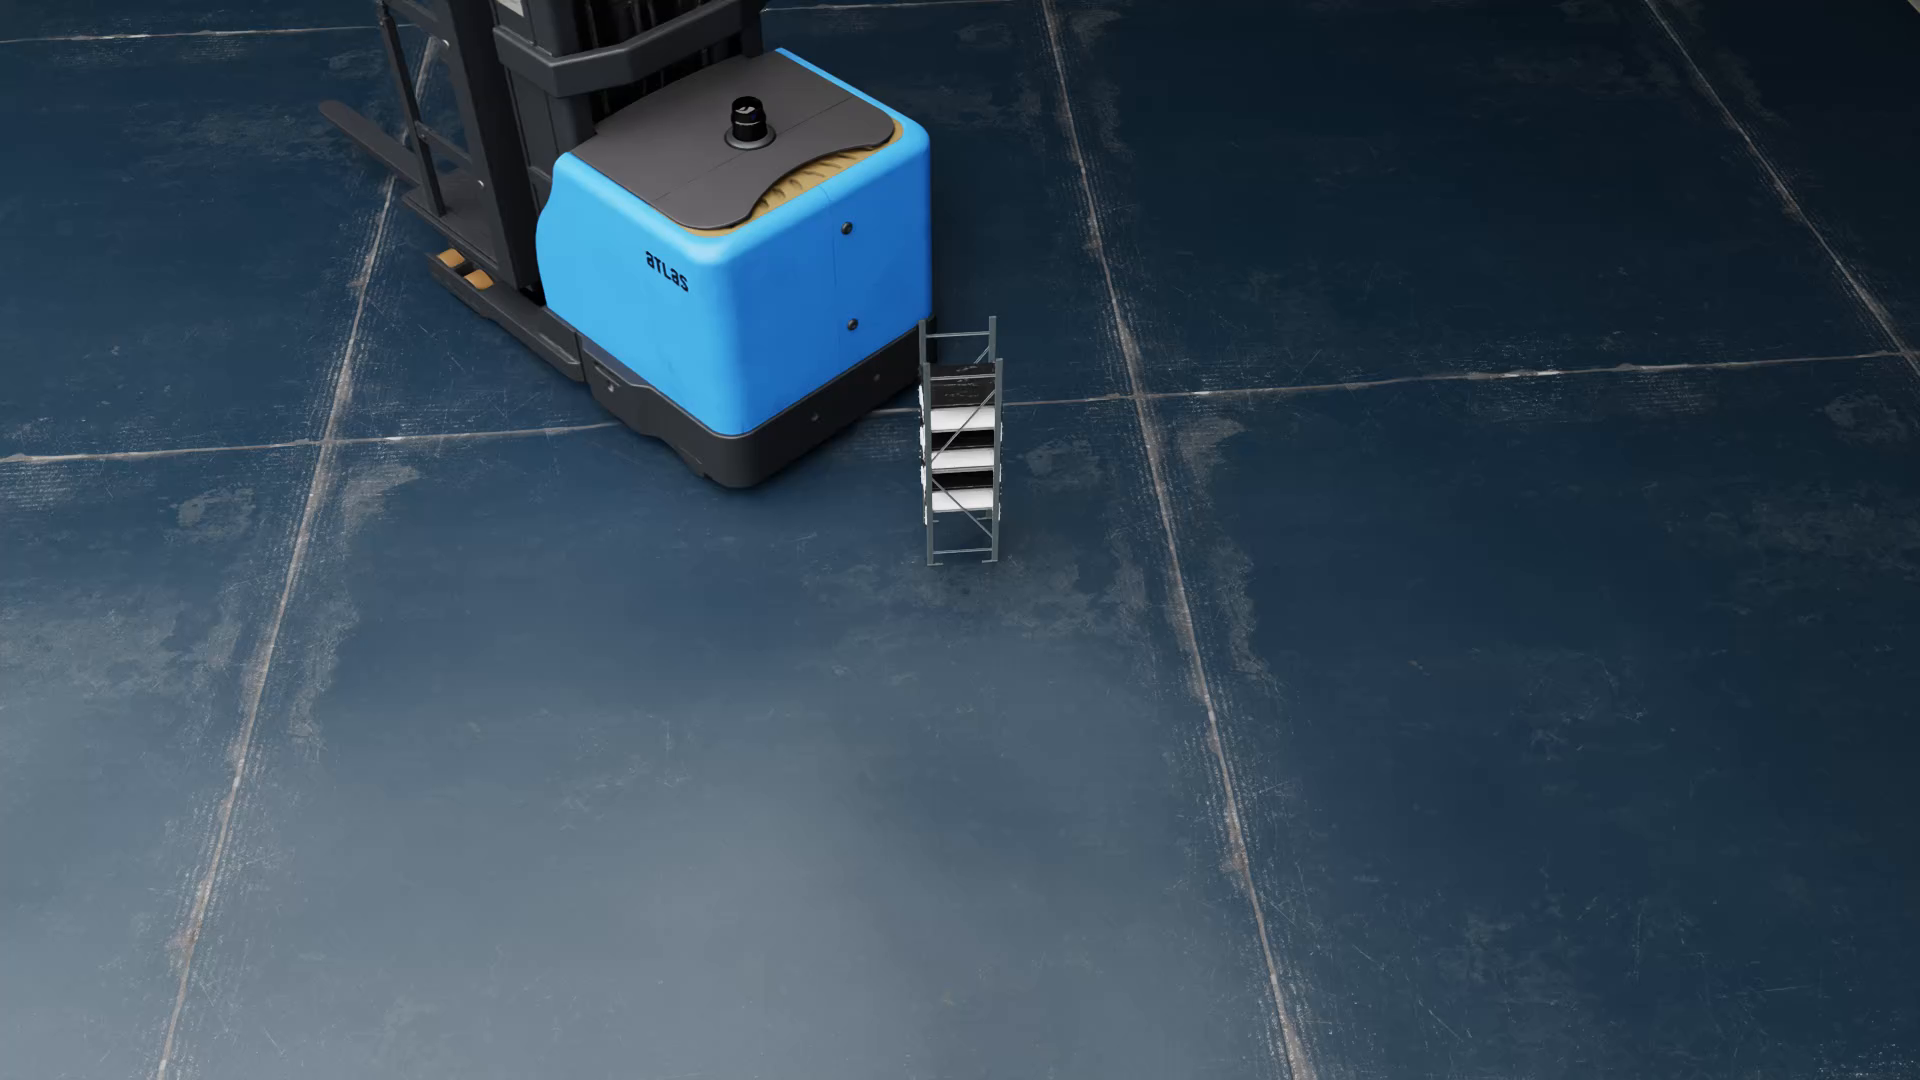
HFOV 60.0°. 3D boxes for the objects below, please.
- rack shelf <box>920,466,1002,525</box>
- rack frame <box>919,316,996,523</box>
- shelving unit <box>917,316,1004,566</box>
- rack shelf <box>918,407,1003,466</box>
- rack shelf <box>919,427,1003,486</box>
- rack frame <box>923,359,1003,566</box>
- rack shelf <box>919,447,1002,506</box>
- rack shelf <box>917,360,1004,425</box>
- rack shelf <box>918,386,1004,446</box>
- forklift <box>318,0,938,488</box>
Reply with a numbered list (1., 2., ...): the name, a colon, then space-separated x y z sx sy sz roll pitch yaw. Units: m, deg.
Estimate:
1. rack shelf: 0.001 -0.157 5.573 0.258 0.077 0.200 -3 47 -3
2. rack frame: -0.008 -0.377 5.487 0.240 0.900 0.006 -3 47 -3
3. shelving unit: 0.001 -0.304 5.418 0.258 0.900 0.210 -3 47 -3
4. rack shelf: 0.001 -0.343 5.377 0.258 0.077 0.200 -3 47 -3
5. rack shelf: 0.001 -0.281 5.442 0.258 0.077 0.200 -3 47 -3
6. rack frame: 0.009 -0.230 5.348 0.240 0.900 0.006 -3 47 -3
7. rack shelf: 0.001 -0.219 5.507 0.258 0.077 0.200 -3 47 -3
8. rack shelf: 0.001 -0.466 5.246 0.258 0.077 0.200 -3 47 -3
9. rack shelf: 0.001 -0.404 5.311 0.258 0.077 0.200 -3 47 -3
10. forklift: -1.486 -2.150 5.767 3.031 2.935 1.130 36 56 29
